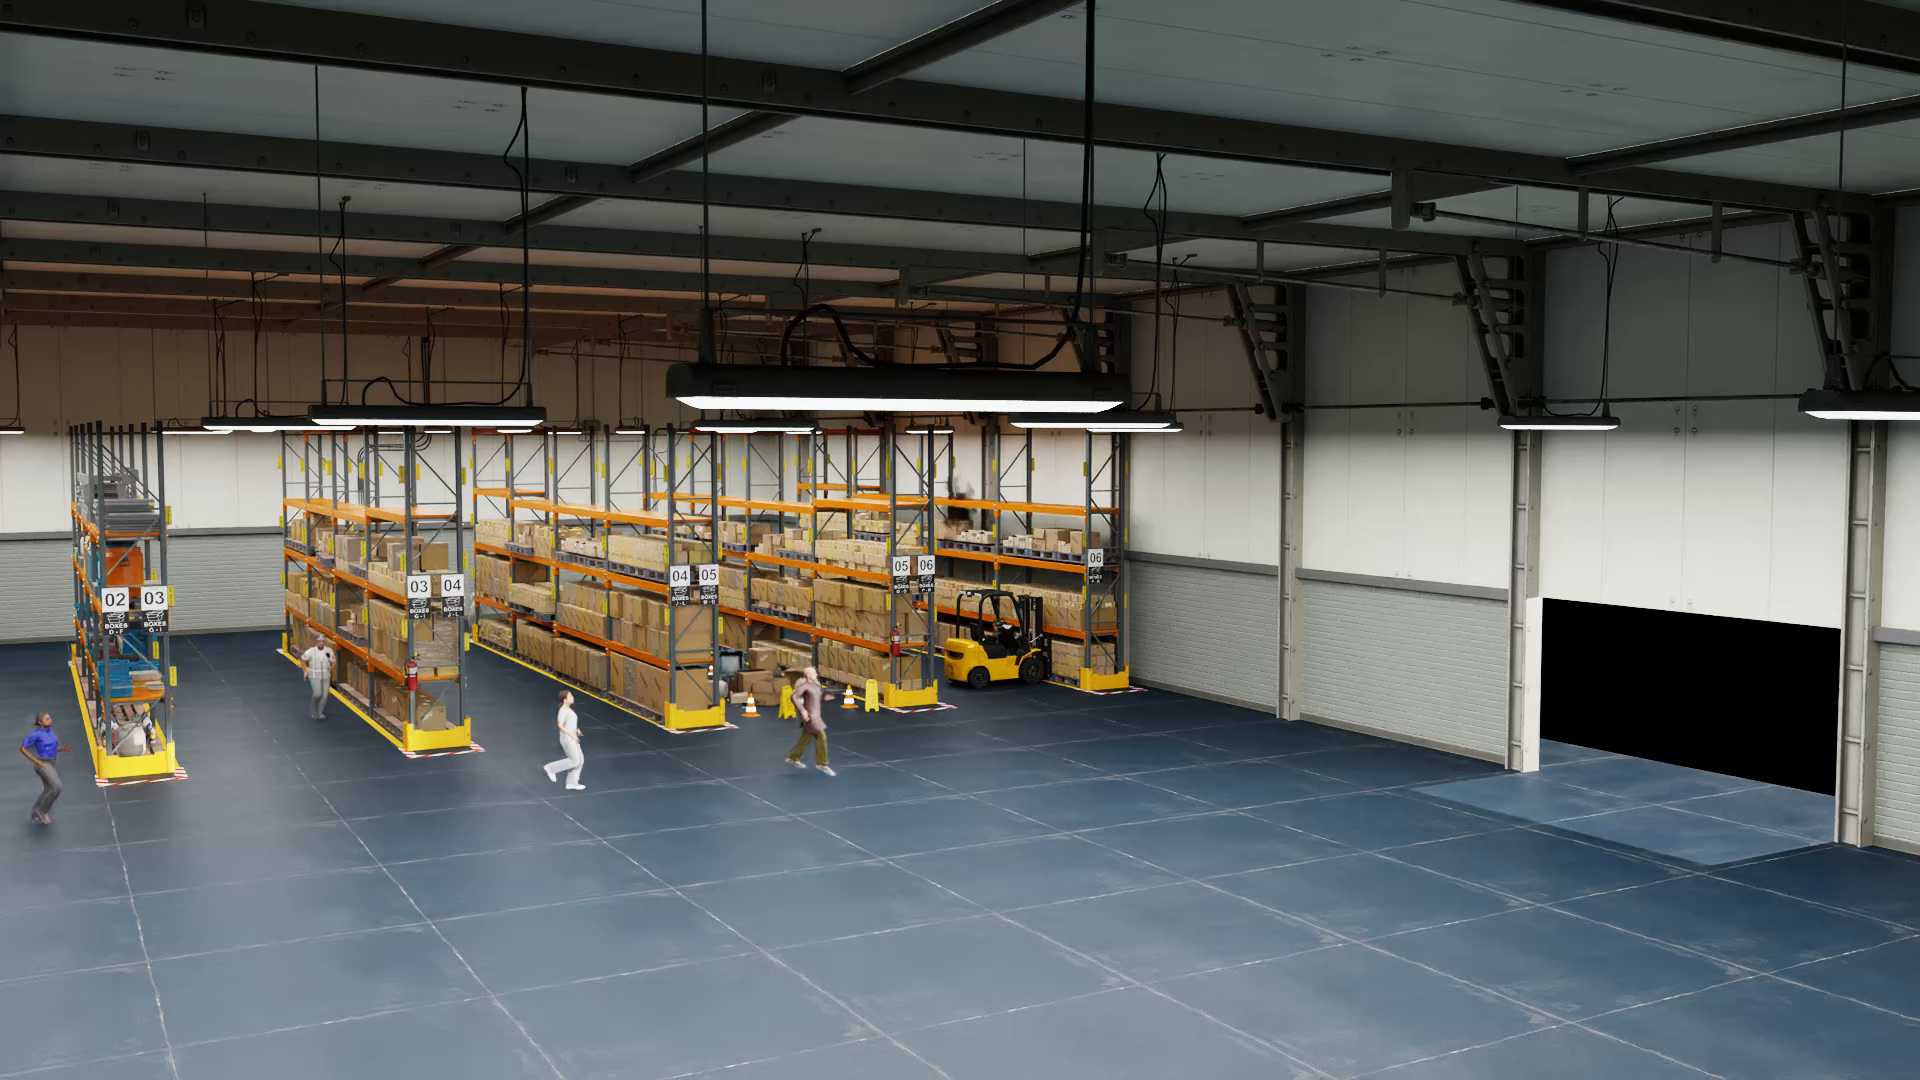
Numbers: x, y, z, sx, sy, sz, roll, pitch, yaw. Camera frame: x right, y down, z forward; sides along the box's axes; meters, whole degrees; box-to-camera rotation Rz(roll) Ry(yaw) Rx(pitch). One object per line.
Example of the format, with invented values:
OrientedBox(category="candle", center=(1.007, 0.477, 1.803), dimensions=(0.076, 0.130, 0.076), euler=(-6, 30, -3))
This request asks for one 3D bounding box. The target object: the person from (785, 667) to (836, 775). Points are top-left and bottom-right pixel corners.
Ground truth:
OrientedBox(category="person", center=(-2.556, 3.072, 28.313), dimensions=(0.903, 1.835, 0.676), euler=(0, 4, 4))

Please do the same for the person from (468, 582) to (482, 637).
OrientedBox(category="person", center=(-13.879, 1.966, 47.761), dimensions=(0.663, 1.688, 0.649), euler=(-2, 4, -31))

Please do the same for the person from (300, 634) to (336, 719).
OrientedBox(category="person", center=(-12.930, 2.765, 33.620), dimensions=(0.636, 1.738, 0.741), euler=(-3, 4, -37))

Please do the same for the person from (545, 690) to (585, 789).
OrientedBox(category="person", center=(-6.419, 3.245, 27.008), dimensions=(0.633, 1.629, 0.565), euler=(0, 4, -6))

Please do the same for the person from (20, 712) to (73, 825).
OrientedBox(category="person", center=(-13.494, 3.384, 24.637), dimensions=(0.628, 1.664, 0.557), euler=(0, 4, -1))
